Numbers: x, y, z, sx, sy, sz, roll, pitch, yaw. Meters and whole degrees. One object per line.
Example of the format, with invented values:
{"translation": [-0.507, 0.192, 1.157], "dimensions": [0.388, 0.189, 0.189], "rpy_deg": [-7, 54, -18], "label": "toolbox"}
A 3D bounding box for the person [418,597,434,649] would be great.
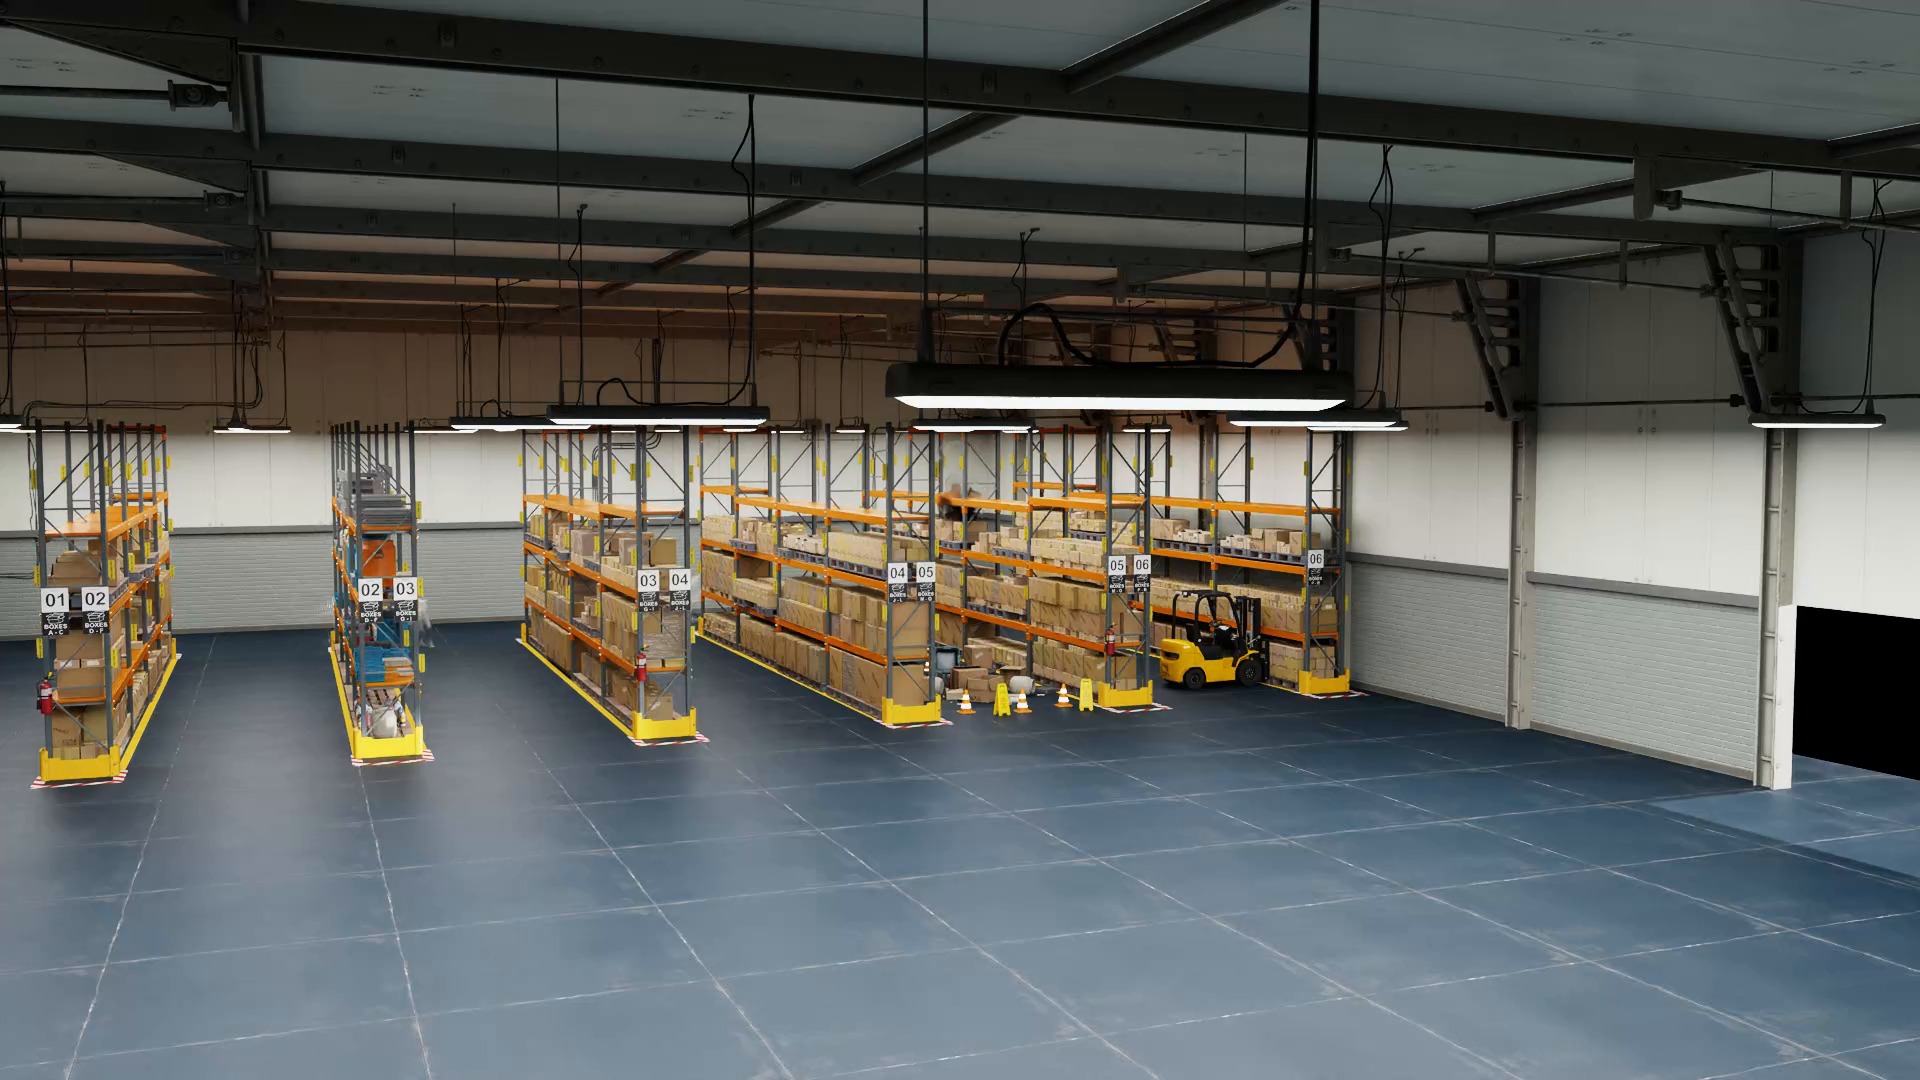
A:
{"translation": [-14.573, 2.079, 44.881], "dimensions": [0.587, 1.688, 0.786], "rpy_deg": [-3, 5, -44], "label": "person"}

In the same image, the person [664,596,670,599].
{"translation": [-8.380, 1.925, 46.869], "dimensions": [0.767, 1.689, 1.058], "rpy_deg": [-1, 4, -18], "label": "person"}
